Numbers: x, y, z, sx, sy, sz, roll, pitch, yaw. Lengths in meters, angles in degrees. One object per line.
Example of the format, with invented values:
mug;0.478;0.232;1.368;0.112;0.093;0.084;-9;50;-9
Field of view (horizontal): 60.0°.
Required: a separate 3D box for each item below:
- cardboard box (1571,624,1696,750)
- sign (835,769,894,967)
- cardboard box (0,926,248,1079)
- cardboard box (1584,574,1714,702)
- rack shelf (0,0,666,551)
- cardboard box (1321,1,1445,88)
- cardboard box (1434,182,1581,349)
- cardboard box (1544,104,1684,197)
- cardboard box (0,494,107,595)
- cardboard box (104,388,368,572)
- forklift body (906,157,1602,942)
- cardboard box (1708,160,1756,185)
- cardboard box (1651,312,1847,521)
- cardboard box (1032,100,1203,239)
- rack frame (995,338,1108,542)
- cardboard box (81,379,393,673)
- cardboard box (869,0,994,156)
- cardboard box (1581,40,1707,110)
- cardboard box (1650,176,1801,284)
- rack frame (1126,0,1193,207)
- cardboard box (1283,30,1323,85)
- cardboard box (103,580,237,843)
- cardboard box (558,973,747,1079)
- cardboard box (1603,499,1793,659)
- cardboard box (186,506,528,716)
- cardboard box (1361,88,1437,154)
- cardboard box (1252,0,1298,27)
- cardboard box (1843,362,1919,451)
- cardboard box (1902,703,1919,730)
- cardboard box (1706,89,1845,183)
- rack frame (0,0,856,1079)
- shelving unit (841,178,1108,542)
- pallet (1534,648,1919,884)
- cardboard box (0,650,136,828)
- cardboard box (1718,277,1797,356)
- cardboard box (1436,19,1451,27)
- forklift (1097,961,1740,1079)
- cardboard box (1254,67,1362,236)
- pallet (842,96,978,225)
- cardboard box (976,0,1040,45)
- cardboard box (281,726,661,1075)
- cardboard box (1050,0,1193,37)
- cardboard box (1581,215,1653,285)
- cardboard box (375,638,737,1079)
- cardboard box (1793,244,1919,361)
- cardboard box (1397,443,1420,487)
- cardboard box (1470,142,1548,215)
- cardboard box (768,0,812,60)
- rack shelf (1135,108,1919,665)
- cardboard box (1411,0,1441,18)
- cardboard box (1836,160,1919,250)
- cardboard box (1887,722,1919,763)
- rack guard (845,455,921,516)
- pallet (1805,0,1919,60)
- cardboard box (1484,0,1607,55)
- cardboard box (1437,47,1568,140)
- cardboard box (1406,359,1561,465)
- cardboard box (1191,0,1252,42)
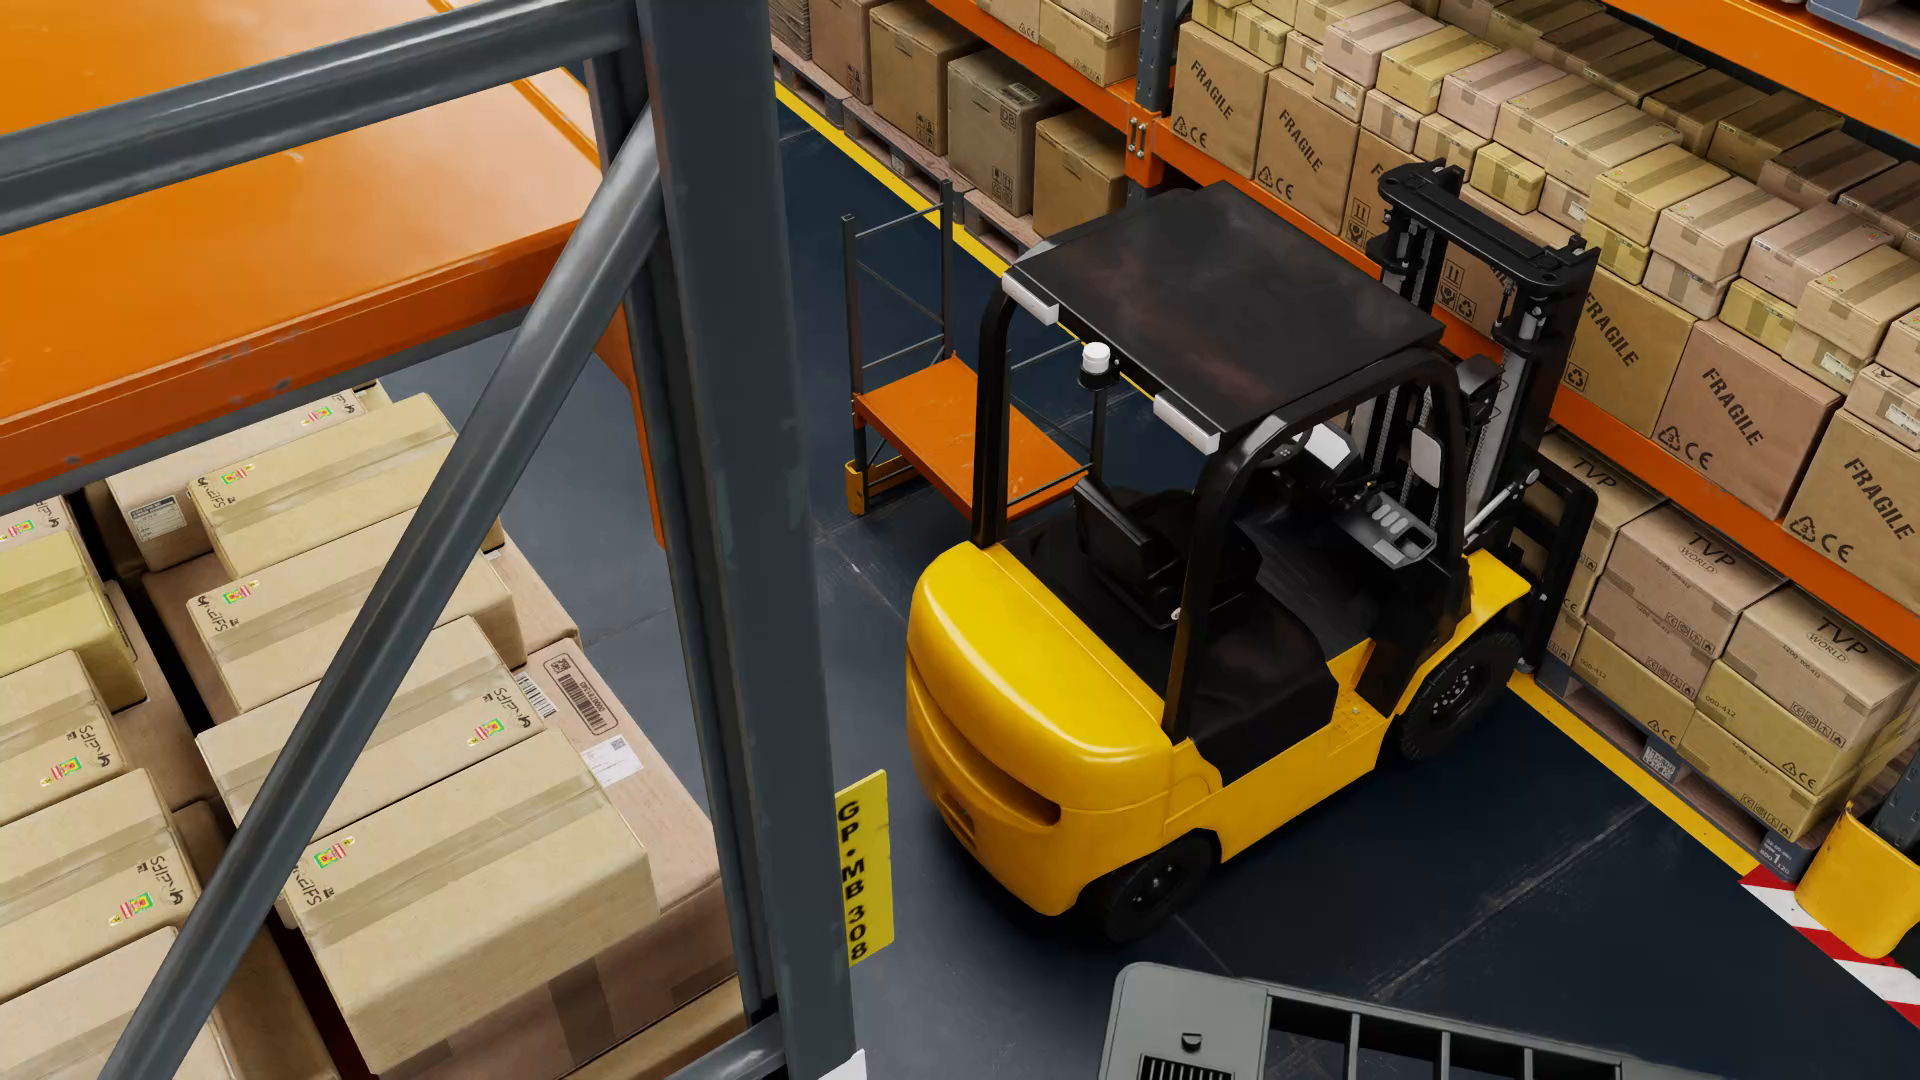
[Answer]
cardboard box;2.698;0.450;6.284;0.500;0.250;0.500;-26;49;-24
sign;-0.121;0.382;1.863;0.100;0.325;0.005;-26;49;-24
cardboard box;-1.002;0.640;1.831;0.380;0.149;0.250;-25;49;-24
cardboard box;2.690;0.256;6.126;0.500;0.250;0.500;-26;50;-25
rack shelf;-1.710;-1.044;2.341;1.077;0.370;4.000;-26;49;-24
cardboard box;1.594;-1.872;6.272;0.380;0.149;0.250;-25;49;-24
cardboard box;2.127;-1.045;6.091;0.500;0.500;0.500;-25;49;-24
cardboard box;2.243;-1.330;5.704;0.380;0.149;0.250;-25;49;-24
cardboard box;-1.516;0.036;2.463;0.380;0.149;0.250;-26;49;-24
cardboard box;-1.154;-0.143;2.651;0.380;0.149;0.250;-26;49;-25
forklift body;0.922;-0.012;5.696;2.313;2.155;1.214;-26;49;-24
cardboard box;2.844;-1.287;5.875;0.380;0.149;0.250;-24;49;-23
cardboard box;2.717;-0.474;5.493;0.500;0.500;0.500;-24;49;-23
cardboard box;0.907;-1.815;8.386;0.875;0.625;0.625;-24;48;-23
rack frame;0.340;-0.206;6.371;0.500;1.500;0.032;-26;49;-24
cardboard box;-1.231;-0.103;2.897;0.500;0.250;0.500;-24;49;-23
cardboard box;0.038;-2.683;9.294;0.875;0.625;0.625;-28;50;-26
cardboard box;2.471;-1.654;6.044;0.380;0.149;0.250;-24;49;-23
cardboard box;2.465;-1.003;5.361;0.380;0.149;0.250;-25;49;-23
rack frame;1.215;-2.231;7.406;1.000;3.000;0.127;-26;49;-24
cardboard box;1.503;-1.935;6.553;0.380;0.149;0.250;-26;49;-25
cardboard box;-1.356;0.385;2.386;0.500;0.250;0.500;-26;50;-25
cardboard box;-0.489;0.687;2.359;0.380;0.149;0.250;-26;49;-24
cardboard box;2.687;0.091;5.936;0.500;0.250;0.500;-25;49;-24
cardboard box;-0.852;0.131;2.364;0.380;0.149;0.250;-26;49;-24
cardboard box;1.732;-1.617;6.220;0.380;0.149;0.250;-26;50;-25
cardboard box;1.392;-2.206;6.622;0.380;0.149;0.250;-25;49;-24
cardboard box;2.904;-0.455;5.003;0.380;0.149;0.250;-25;49;-24
cardboard box;3.404;0.348;6.029;0.500;0.250;0.500;-25;49;-24
cardboard box;2.831;-1.397;5.775;0.380;0.149;0.250;-27;50;-25
rack frame;-0.566;-0.173;0.905;1.000;3.000;0.127;-26;49;-24
shelving unit;0.044;-0.499;6.678;0.587;1.500;1.083;-26;49;-24
pallet;3.031;0.626;6.432;1.003;0.211;1.213;-26;49;-24
cardboard box;-1.279;0.341;2.143;0.380;0.149;0.250;-26;50;-25
cardboard box;2.674;-0.771;5.334;0.380;0.149;0.250;-26;49;-25
cardboard box;2.105;-2.008;6.630;0.380;0.149;0.250;-25;49;-24
forklift;0.701;1.855;3.176;1.130;2.935;3.031;9;44;9
cardboard box;1.566;-1.624;6.698;0.500;0.500;0.500;-25;49;-24
pallet;0.059;-2.316;9.514;1.003;0.211;1.213;-26;49;-24
cardboard box;0.420;-2.641;7.944;0.500;0.250;0.500;-26;49;-25
cardboard box;-0.602;0.433;2.047;0.380;0.149;0.250;-26;49;-25
cardboard box;0.724;-2.535;7.470;0.500;0.250;0.500;-27;50;-25
cardboard box;2.321;-1.039;5.615;0.380;0.149;0.250;-25;49;-24
cardboard box;-0.635;0.469;2.298;0.500;0.250;0.500;-27;50;-25
cardboard box;2.787;-0.728;5.074;0.380;0.149;0.250;-25;49;-24
cardboard box;2.094;-0.313;6.722;0.500;0.250;0.500;-26;49;-25
cardboard box;2.050;-1.334;5.924;0.380;0.149;0.250;-27;50;-25
cardboard box;-0.728;-3.431;10.078;0.875;0.625;0.625;-24;49;-23
rack shelf;2.359;-0.838;6.468;1.077;0.370;4.000;-26;49;-24
cardboard box;1.917;-2.245;6.663;0.380;0.149;0.250;-26;50;-25
cardboard box;3.072;-1.070;5.432;0.380;0.149;0.250;-25;49;-24
cardboard box;3.382;0.522;6.209;0.500;0.250;0.500;-26;49;-24
rack guard;-0.241;-0.329;7.405;0.587;0.250;0.087;-26;49;-24
pallet;3.120;-1.429;4.458;1.003;0.211;1.213;-26;49;-24
cardboard box;2.244;-1.973;6.378;0.380;0.149;0.250;-26;50;-25
cardboard box;1.956;-1.613;6.001;0.380;0.149;0.250;-26;49;-25
cardboard box;2.106;-0.481;6.535;0.500;0.250;0.500;-27;50;-25
cardboard box;1.181;-2.217;6.849;0.380;0.149;0.250;-26;50;-25
